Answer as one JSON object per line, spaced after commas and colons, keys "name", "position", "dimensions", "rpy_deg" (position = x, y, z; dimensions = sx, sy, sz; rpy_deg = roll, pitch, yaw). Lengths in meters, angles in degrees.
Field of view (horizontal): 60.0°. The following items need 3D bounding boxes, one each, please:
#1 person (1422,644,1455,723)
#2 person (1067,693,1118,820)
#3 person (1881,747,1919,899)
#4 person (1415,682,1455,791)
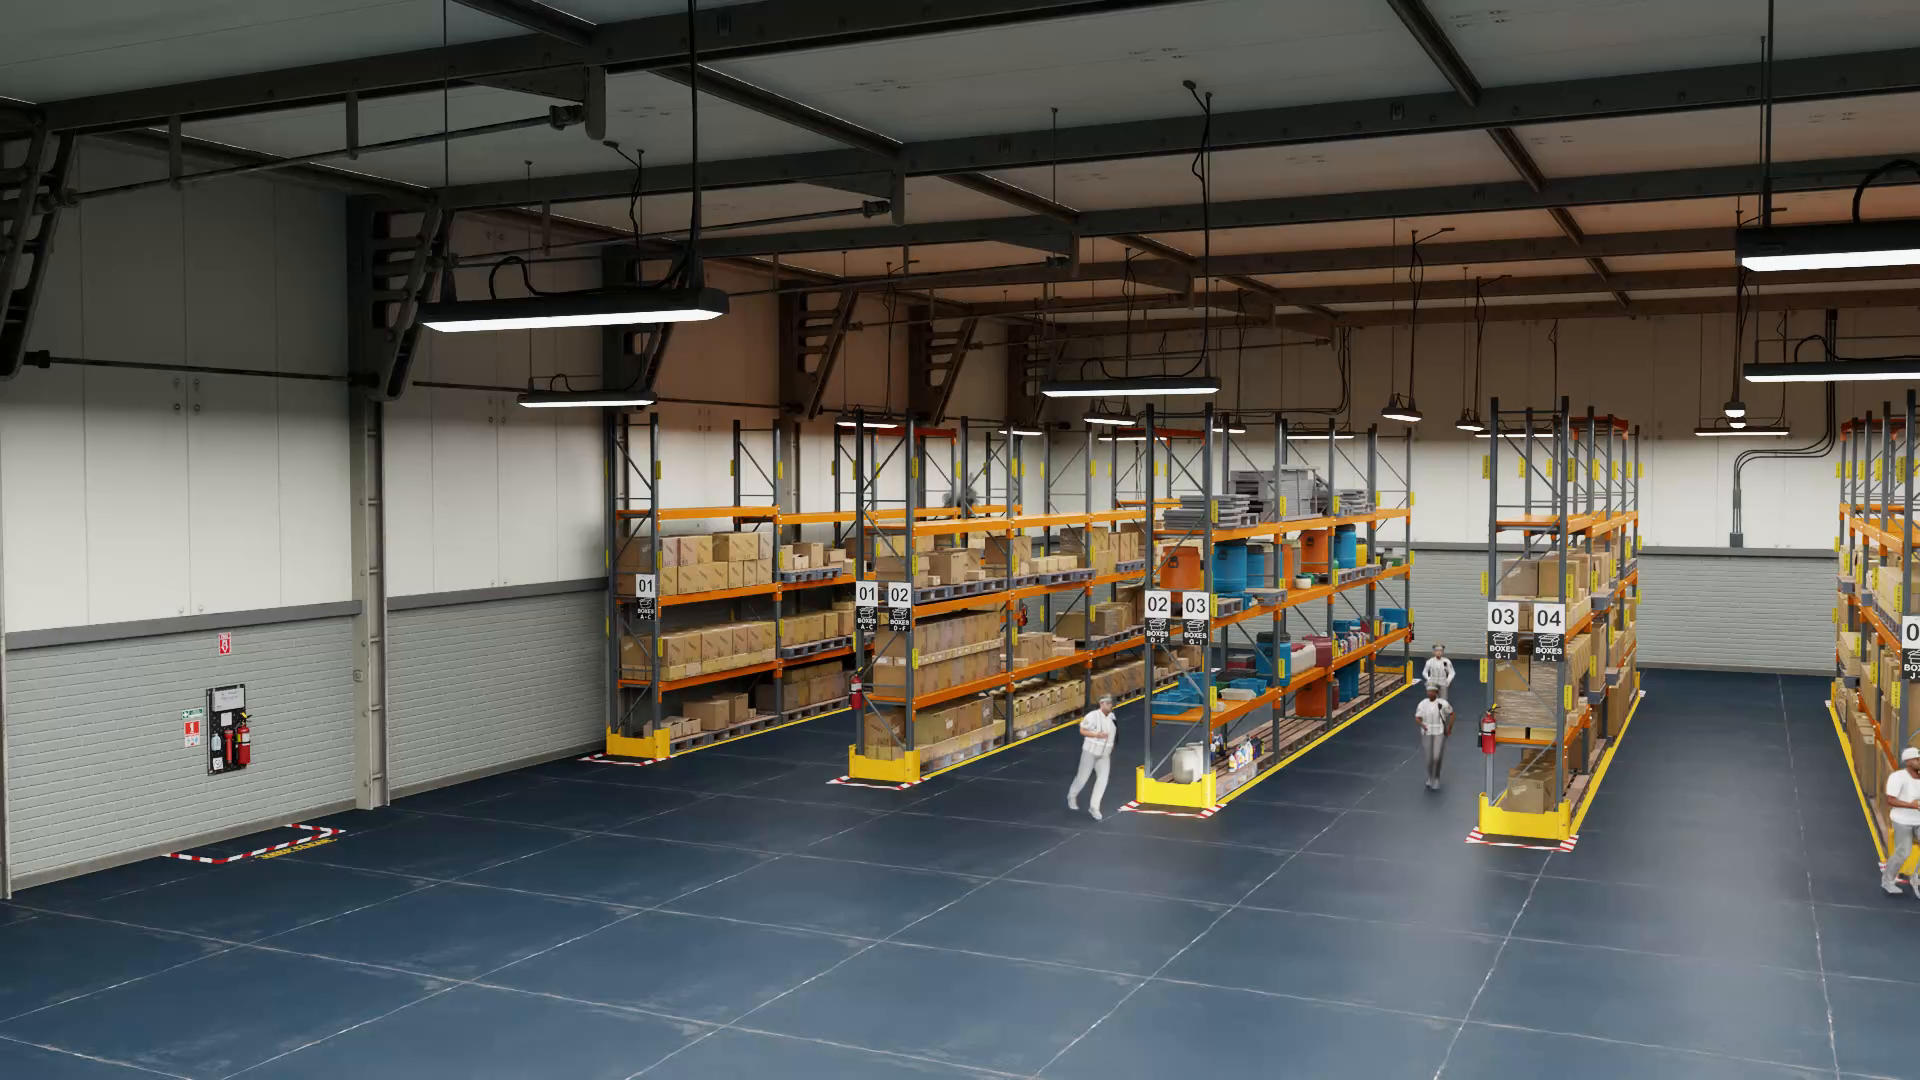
{"name": "person", "position": [9.256, 2.822, 32.158], "dimensions": [0.611, 1.649, 0.569], "rpy_deg": [1, 2, 15]}
{"name": "person", "position": [2.024, 3.110, 24.231], "dimensions": [0.683, 1.779, 0.909], "rpy_deg": [-1, 3, -21]}
{"name": "person", "position": [11.115, 3.309, 19.392], "dimensions": [0.664, 1.785, 0.702], "rpy_deg": [-1, 2, -13]}
{"name": "person", "position": [7.429, 3.070, 26.083], "dimensions": [0.576, 1.696, 0.654], "rpy_deg": [1, 3, 26]}
